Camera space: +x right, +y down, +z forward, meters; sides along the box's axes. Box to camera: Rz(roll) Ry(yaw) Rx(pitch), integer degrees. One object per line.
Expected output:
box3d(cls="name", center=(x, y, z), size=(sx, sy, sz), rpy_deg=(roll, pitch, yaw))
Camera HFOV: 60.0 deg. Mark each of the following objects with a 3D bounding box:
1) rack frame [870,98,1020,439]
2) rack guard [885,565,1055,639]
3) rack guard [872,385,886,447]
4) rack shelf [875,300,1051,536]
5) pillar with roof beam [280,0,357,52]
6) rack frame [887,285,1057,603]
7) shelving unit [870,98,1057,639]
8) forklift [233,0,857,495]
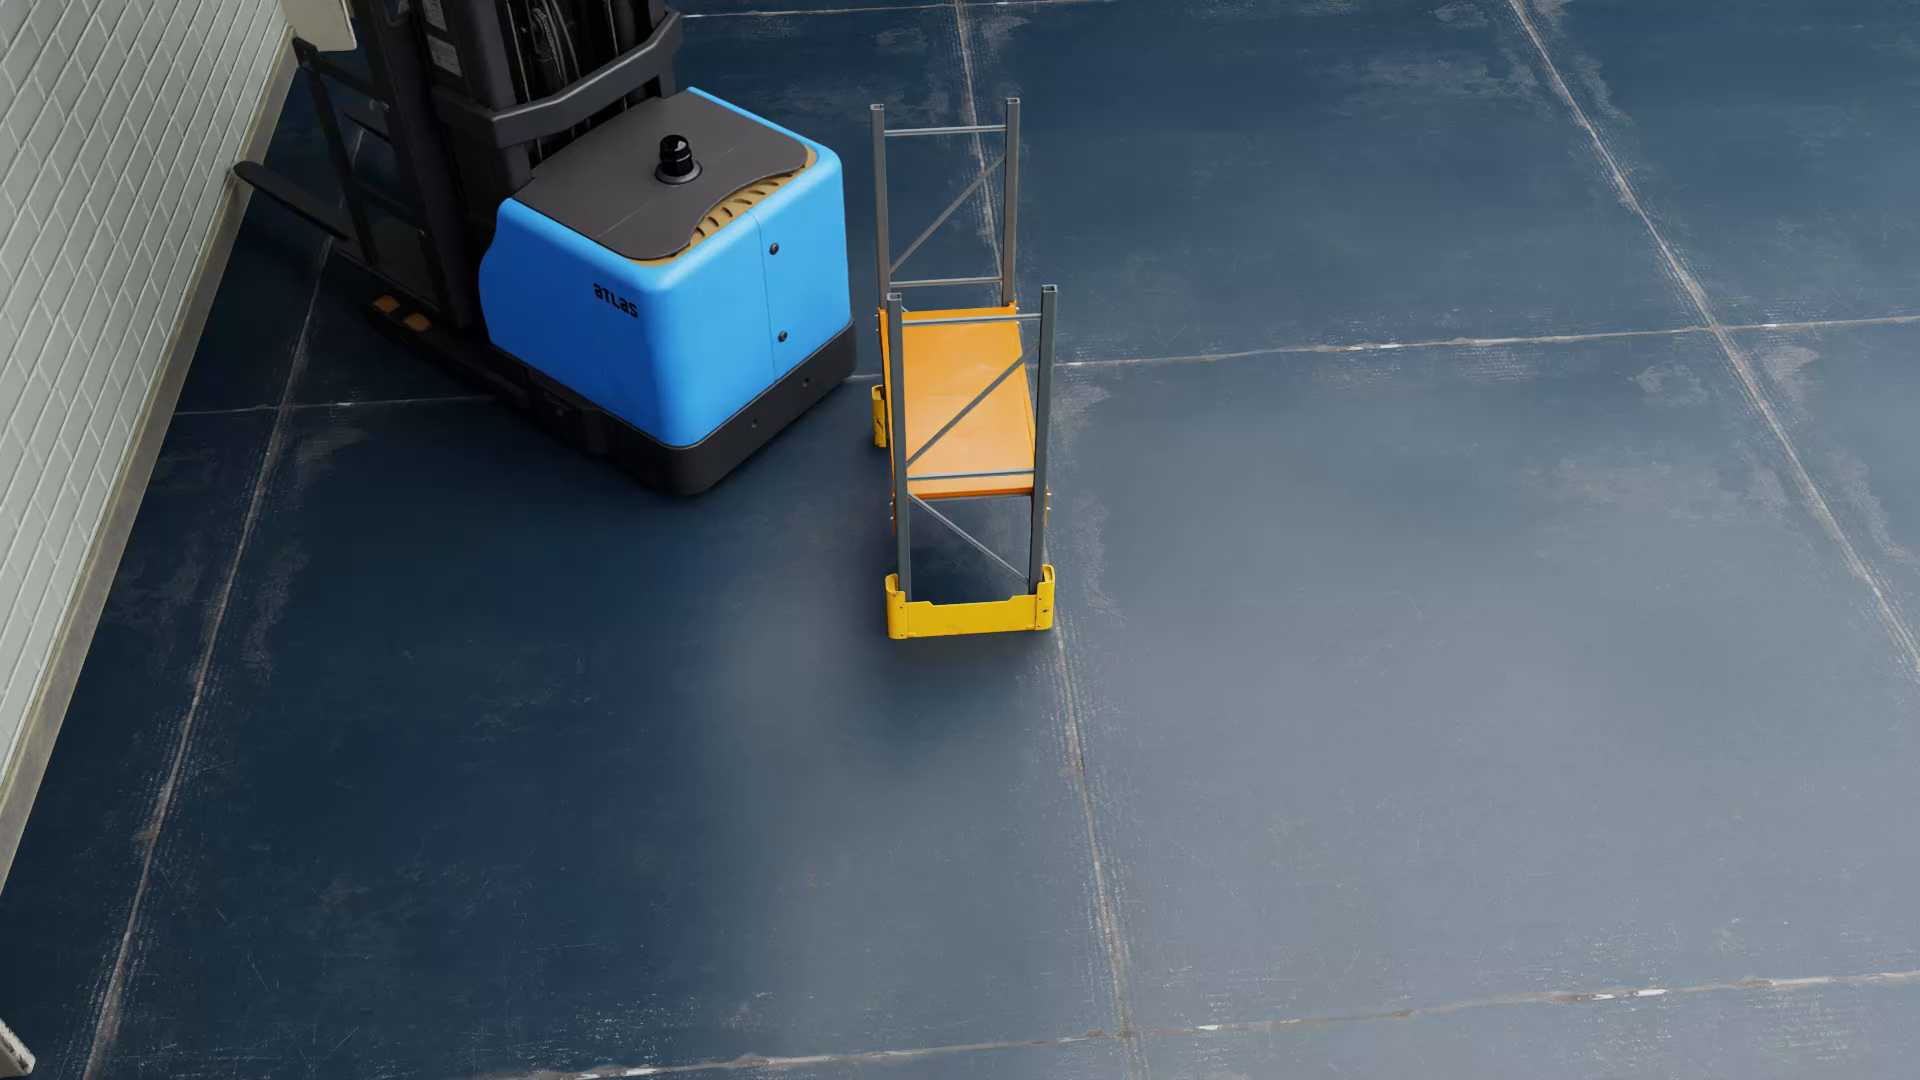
box3d(cls="rack frame", center=(-0.050, -0.945, 6.112), size=(0.500, 1.500, 0.032), rpy_deg=(-3, 47, -3))
box3d(cls="rack guard", center=(0.035, 0.219, 5.870), size=(0.587, 0.250, 0.087), rpy_deg=(-3, 47, -3))
box3d(cls="rack guard", center=(-0.048, -0.501, 6.553), size=(0.587, 0.250, 0.087), rpy_deg=(-3, 47, -3))
box3d(cls="rack shelf", center=(-0.007, -0.454, 5.895), size=(0.538, 0.185, 1.000), rpy_deg=(-3, 47, -3))
box3d(cls="pillar with roof beam", center=(0.967, -6.046, 5.778), size=(9.100, 9.000, 0.400), rpy_deg=(-3, 47, -3))
box3d(cls="rack frame", center=(0.035, -0.210, 5.416), size=(0.500, 1.500, 0.032), rpy_deg=(-3, 47, -3))
box3d(cls="shelving unit", center=(-0.006, -0.571, 5.758), size=(0.587, 1.500, 1.083), rpy_deg=(-3, 47, -3))
box3d(cls="forklift", center=(-1.900, -2.069, 6.191), size=(3.031, 2.935, 1.130), rpy_deg=(29, 53, 25))
